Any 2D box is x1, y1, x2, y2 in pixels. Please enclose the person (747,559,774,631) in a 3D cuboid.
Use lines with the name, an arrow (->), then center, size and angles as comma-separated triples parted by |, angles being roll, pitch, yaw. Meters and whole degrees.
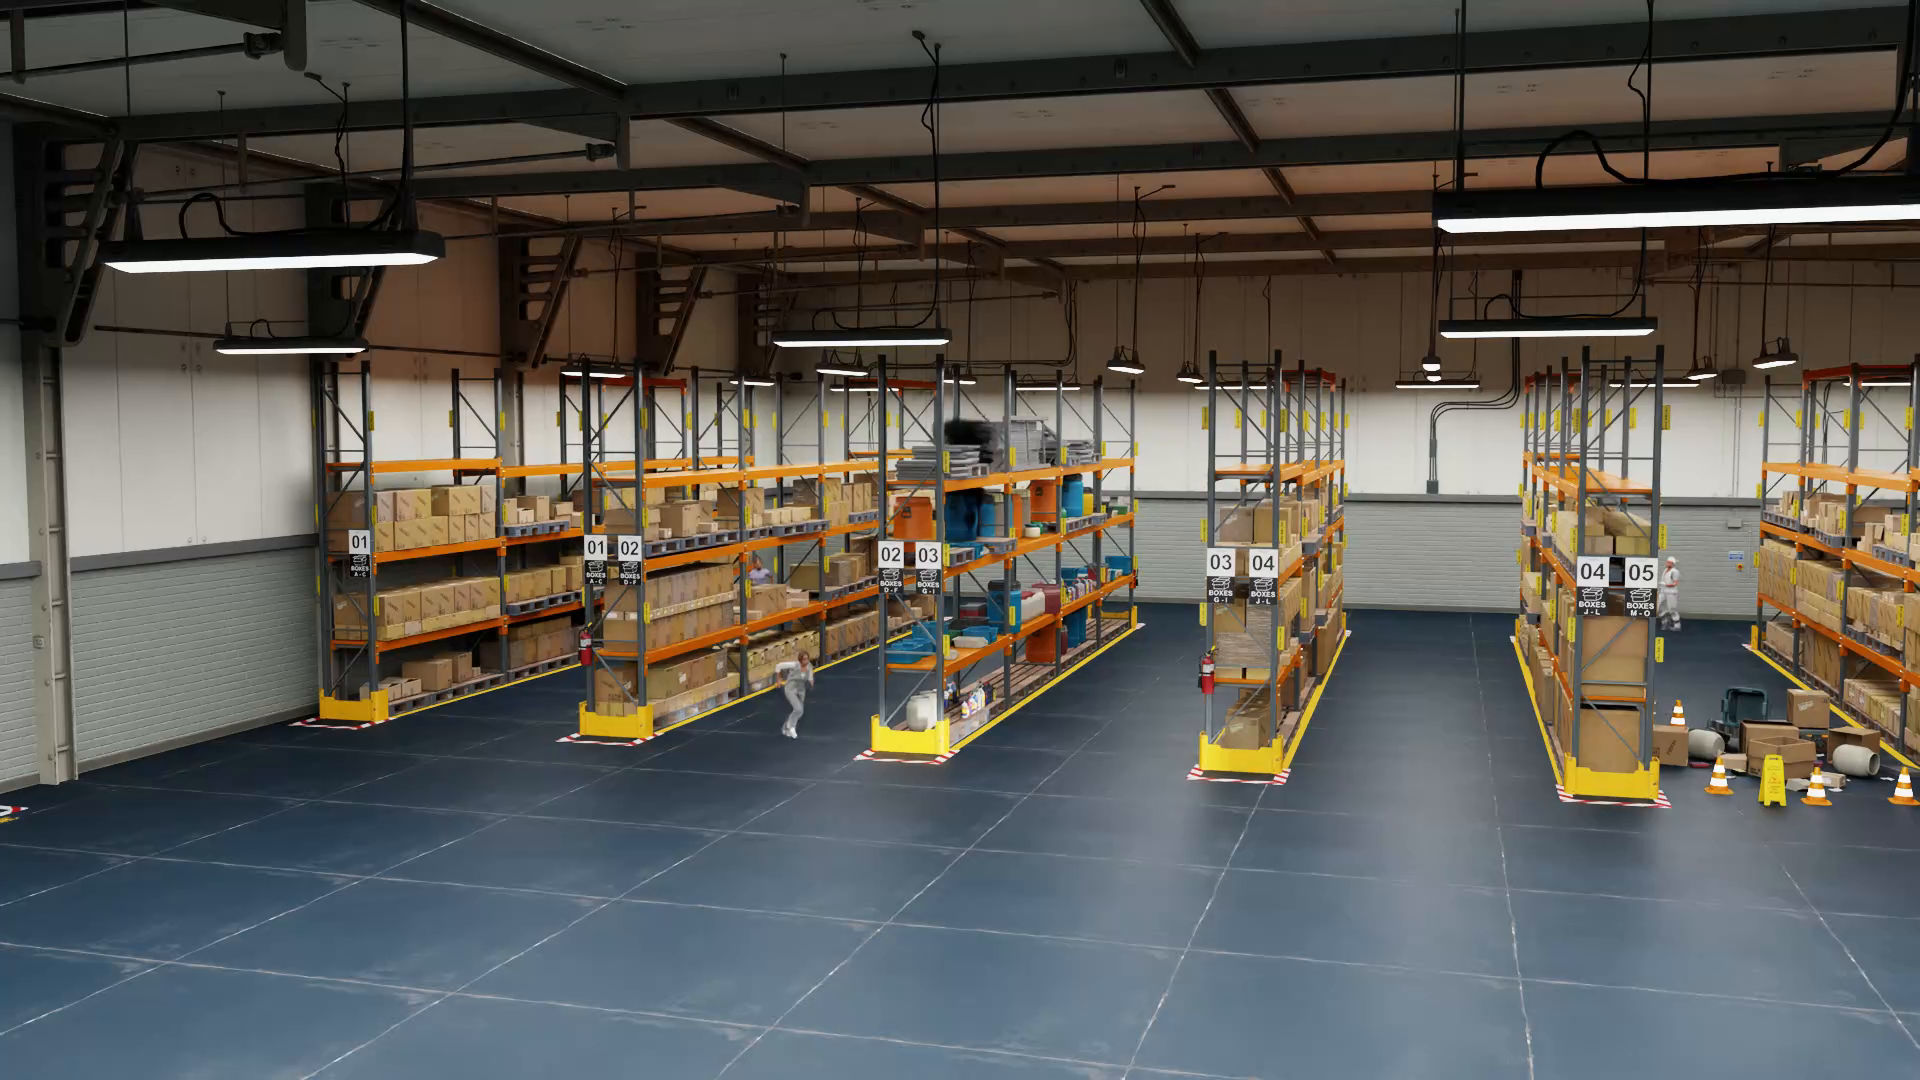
person -> -4.831, 1.302, 40.181 | 0.570, 1.695, 0.855 | 1, 4, 14

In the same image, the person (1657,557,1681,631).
person -> 16.802, 1.287, 39.492 | 0.697, 1.783, 0.640 | -1, 4, -15

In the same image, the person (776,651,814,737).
person -> -2.589, 2.417, 25.981 | 0.576, 1.437, 0.853 | -3, 5, -34
